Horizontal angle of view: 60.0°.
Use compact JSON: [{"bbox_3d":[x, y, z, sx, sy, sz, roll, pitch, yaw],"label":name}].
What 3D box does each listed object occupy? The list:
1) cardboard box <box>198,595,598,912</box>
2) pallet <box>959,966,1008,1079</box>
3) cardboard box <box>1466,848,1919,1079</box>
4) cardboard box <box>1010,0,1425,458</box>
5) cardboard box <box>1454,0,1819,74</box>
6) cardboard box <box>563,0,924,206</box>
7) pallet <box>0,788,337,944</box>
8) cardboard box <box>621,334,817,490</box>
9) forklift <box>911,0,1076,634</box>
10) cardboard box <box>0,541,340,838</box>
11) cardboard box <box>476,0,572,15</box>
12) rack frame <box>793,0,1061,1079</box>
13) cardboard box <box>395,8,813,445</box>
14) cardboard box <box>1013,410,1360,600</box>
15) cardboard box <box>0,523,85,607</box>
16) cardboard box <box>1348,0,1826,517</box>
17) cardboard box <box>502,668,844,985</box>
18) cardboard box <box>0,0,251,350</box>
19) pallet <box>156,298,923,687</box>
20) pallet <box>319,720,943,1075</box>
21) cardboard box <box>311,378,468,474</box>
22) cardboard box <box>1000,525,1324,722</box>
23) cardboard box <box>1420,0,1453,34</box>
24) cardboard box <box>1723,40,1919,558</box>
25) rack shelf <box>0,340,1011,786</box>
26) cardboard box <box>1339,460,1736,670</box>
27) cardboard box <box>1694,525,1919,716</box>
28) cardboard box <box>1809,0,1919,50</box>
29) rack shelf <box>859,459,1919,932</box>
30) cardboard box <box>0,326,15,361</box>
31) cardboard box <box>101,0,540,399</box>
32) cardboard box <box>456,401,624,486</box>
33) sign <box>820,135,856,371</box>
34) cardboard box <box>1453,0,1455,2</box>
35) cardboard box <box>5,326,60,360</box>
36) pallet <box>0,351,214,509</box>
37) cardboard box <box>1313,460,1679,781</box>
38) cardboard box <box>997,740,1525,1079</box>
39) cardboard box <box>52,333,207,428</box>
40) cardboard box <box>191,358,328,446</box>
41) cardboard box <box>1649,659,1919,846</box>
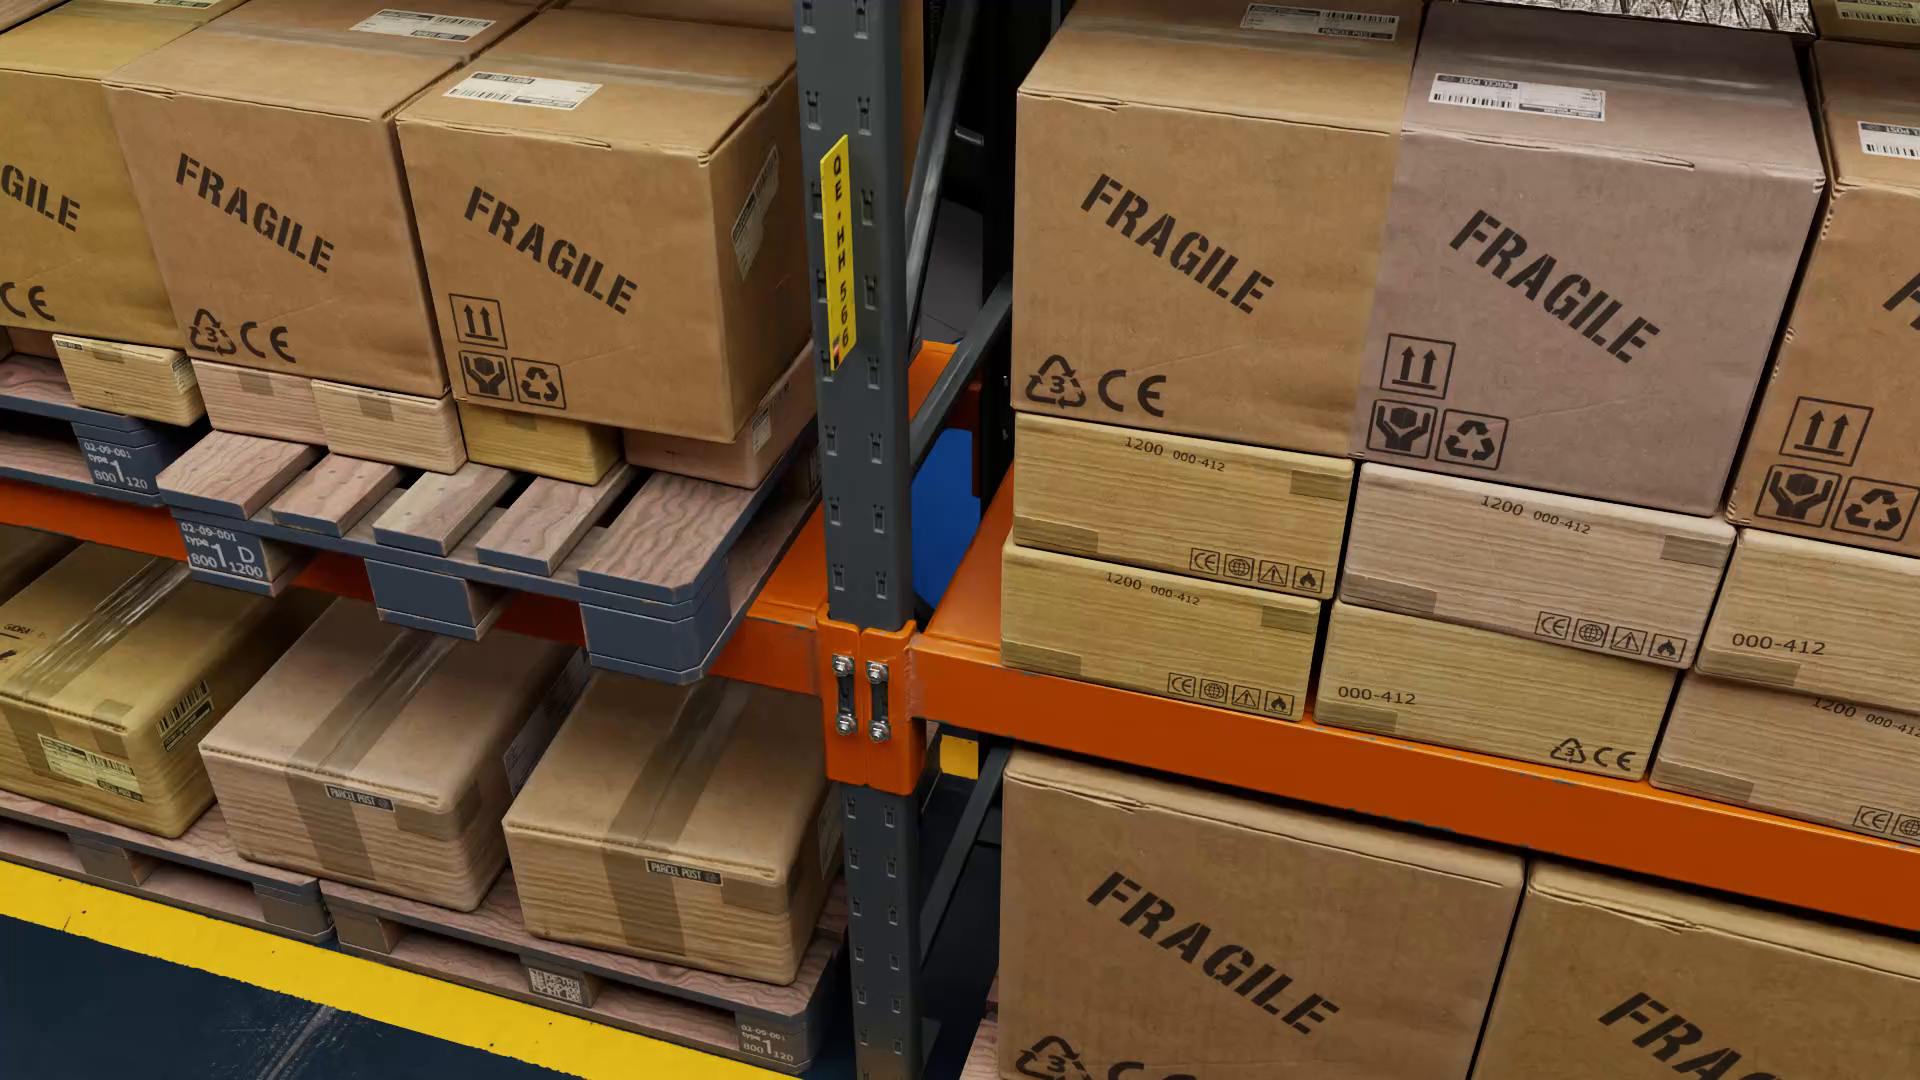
[{"bbox_3d":[-1.260,0.380,4.066,0.625,0.372,0.950,10,37,13],"label":"cardboard box"},{"bbox_3d":[0.713,1.027,3.676,1.213,0.211,1.003,10,38,14],"label":"pallet"},{"bbox_3d":[1.467,0.738,3.155,0.875,0.875,0.875,11,38,14],"label":"cardboard box"},{"bbox_3d":[0.381,-0.495,2.465,0.500,0.500,0.500,9,37,12],"label":"cardboard box"},{"bbox_3d":[1.046,-0.691,2.731,0.500,0.500,0.500,11,38,15],"label":"cardboard box"},{"bbox_3d":[-0.378,-0.818,3.141,0.500,0.500,0.500,9,37,13],"label":"cardboard box"},{"bbox_3d":[-1.923,0.489,4.407,1.213,0.211,1.003,10,38,14],"label":"pallet"},{"bbox_3d":[-0.400,-0.271,2.945,0.250,0.149,0.380,12,38,16],"label":"cardboard box"},{"bbox_3d":[0.526,-1.482,4.791,3.031,2.935,1.130,-30,46,-34],"label":"forklift"},{"bbox_3d":[-1.982,0.243,4.252,0.625,0.372,0.950,12,38,15],"label":"cardboard box"},{"bbox_3d":[-0.877,-0.906,3.260,0.500,0.500,0.500,12,38,16],"label":"cardboard box"},{"bbox_3d":[-0.017,-0.278,3.097,0.127,3.000,1.000,10,38,14],"label":"rack frame"},{"bbox_3d":[-0.534,-0.530,2.750,0.500,0.500,0.500,9,37,13],"label":"cardboard box"},{"bbox_3d":[0.393,-0.190,2.682,0.500,0.250,0.500,10,38,14],"label":"cardboard box"},{"bbox_3d":[-2.647,0.121,4.418,0.625,0.372,0.950,13,38,17],"label":"cardboard box"},{"bbox_3d":[0.857,-0.413,2.353,0.500,0.500,0.500,11,38,14],"label":"cardboard box"},{"bbox_3d":[-0.554,0.506,3.895,0.625,0.372,0.950,8,37,11],"label":"cardboard box"},{"bbox_3d":[-1.513,-0.704,2.986,0.500,0.500,0.500,8,37,11],"label":"cardboard box"},{"bbox_3d":[-0.729,-0.266,3.243,1.003,0.211,1.213,10,38,14],"label":"pallet"},{"bbox_3d":[-0.763,0.706,4.112,1.213,0.211,1.003,10,38,14],"label":"pallet"},{"bbox_3d":[-0.932,-0.296,2.980,0.250,0.149,0.380,10,38,14],"label":"cardboard box"},{"bbox_3d":[0.375,0.011,2.831,0.500,0.250,0.500,10,37,13],"label":"cardboard box"},{"bbox_3d":[0.554,-0.777,2.848,0.500,0.500,0.500,10,37,13],"label":"cardboard box"},{"bbox_3d":[1.346,-0.313,2.217,0.500,0.500,0.500,12,38,15],"label":"cardboard box"},{"bbox_3d":[-1.926,-0.342,3.791,4.000,0.370,1.077,10,38,14],"label":"rack shelf"},{"bbox_3d":[0.886,-0.098,2.557,0.500,0.250,0.500,11,38,15],"label":"cardboard box"},{"bbox_3d":[1.358,-0.002,2.428,0.500,0.250,0.500,10,38,14],"label":"cardboard box"},{"bbox_3d":[1.519,-0.600,2.607,0.500,0.500,0.500,11,38,14],"label":"cardboard box"},{"bbox_3d":[1.892,0.365,2.830,4.000,0.370,1.077,10,38,14],"label":"rack shelf"},{"bbox_3d":[-1.903,-0.500,3.256,0.250,0.149,0.380,9,37,12],"label":"cardboard box"},{"bbox_3d":[-1.031,-0.615,2.866,0.500,0.500,0.500,10,38,13],"label":"cardboard box"},{"bbox_3d":[-0.678,-0.277,2.954,0.250,0.149,0.380,11,38,15],"label":"cardboard box"},{"bbox_3d":[-0.170,-0.404,2.358,0.005,0.325,0.100,10,38,14],"label":"sign"},{"bbox_3d":[1.948,-2.302,6.969,0.500,0.250,0.500,9,37,12],"label":"cardboard box"},{"bbox_3d":[-1.639,-0.502,3.259,0.250,0.149,0.380,11,38,14],"label":"cardboard box"},{"bbox_3d":[-1.919,-0.527,3.598,1.213,0.211,1.003,10,38,14],"label":"pallet"},{"bbox_3d":[0.870,0.092,2.721,0.500,0.250,0.500,9,37,13],"label":"cardboard box"},{"bbox_3d":[0.617,0.578,3.373,0.875,0.875,0.875,10,38,13],"label":"cardboard box"},{"bbox_3d":[-1.436,-0.386,3.102,0.250,0.149,0.380,11,38,15],"label":"cardboard box"},{"bbox_3d":[-1.169,-0.345,3.046,0.250,0.149,0.380,9,37,12],"label":"cardboard box"},{"bbox_3d":[1.369,0.188,2.590,0.500,0.250,0.500,12,38,15],"label":"cardboard box"}]
